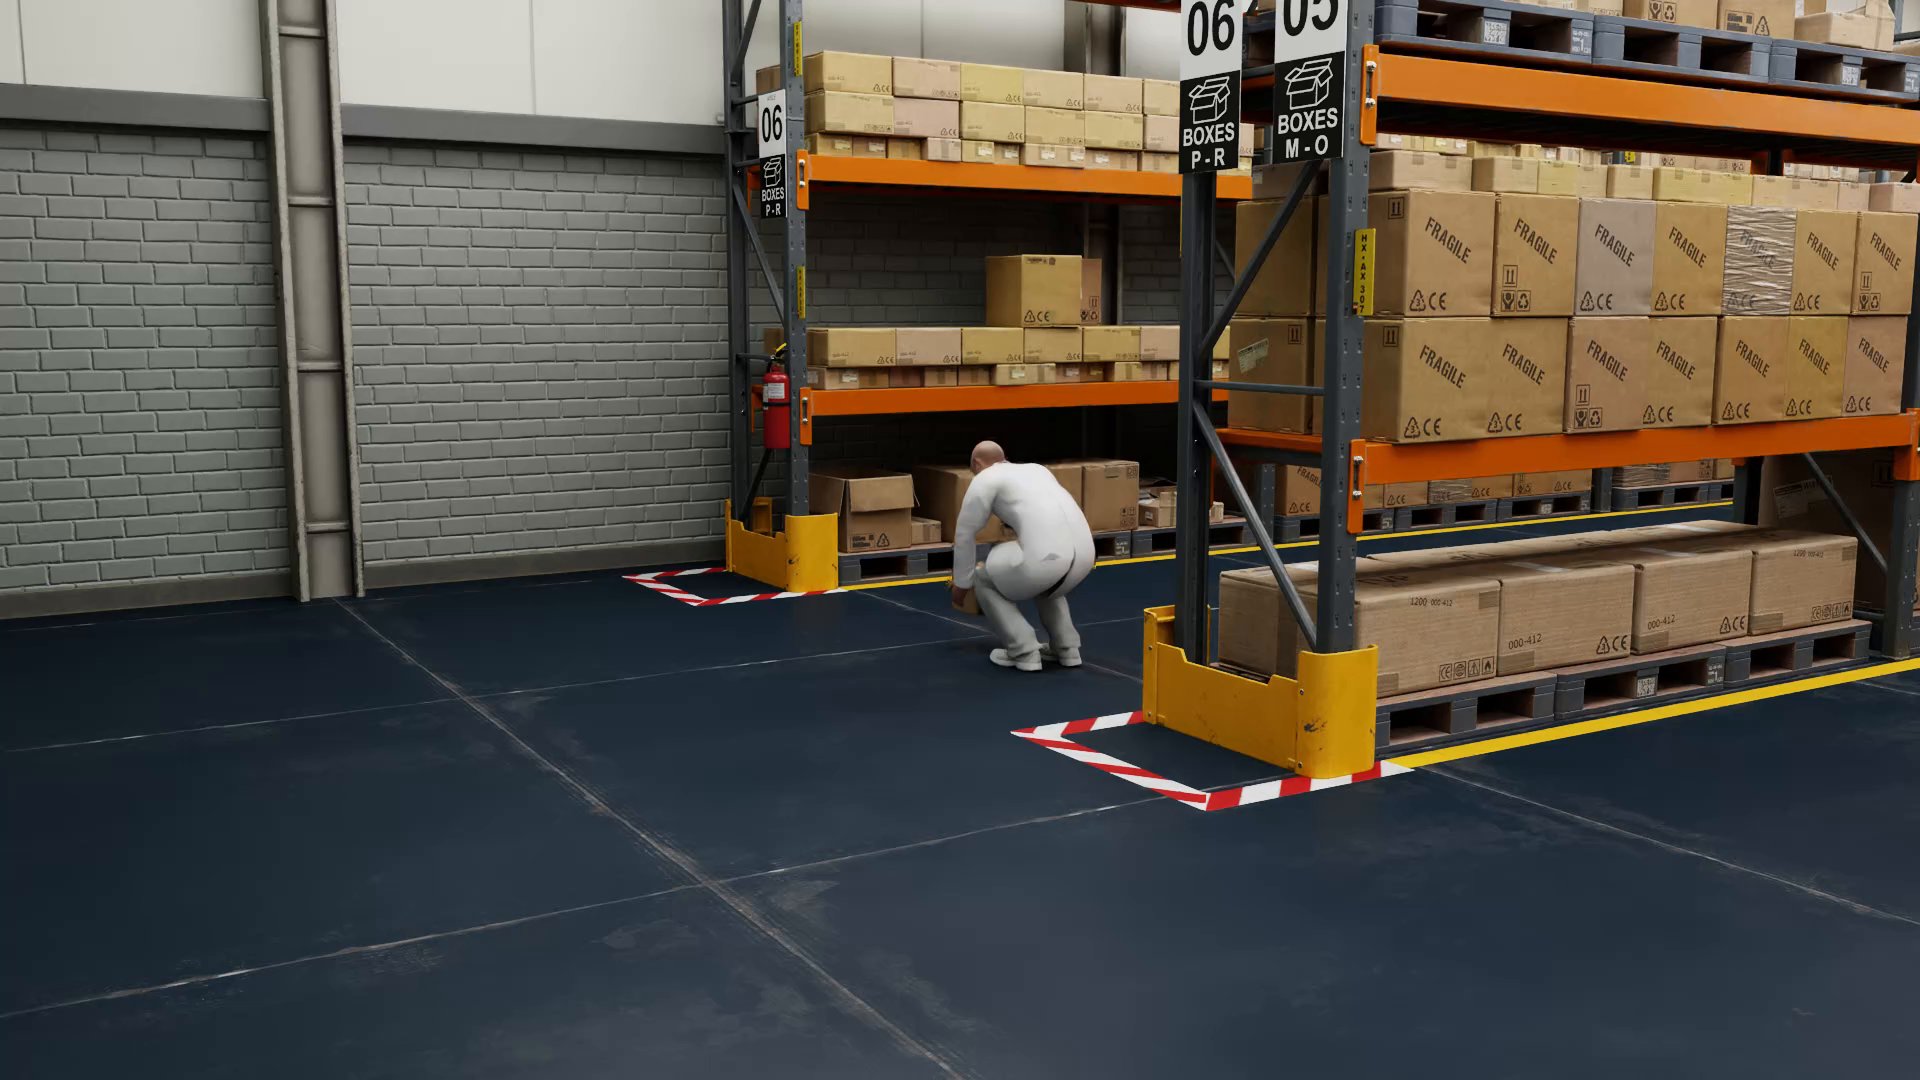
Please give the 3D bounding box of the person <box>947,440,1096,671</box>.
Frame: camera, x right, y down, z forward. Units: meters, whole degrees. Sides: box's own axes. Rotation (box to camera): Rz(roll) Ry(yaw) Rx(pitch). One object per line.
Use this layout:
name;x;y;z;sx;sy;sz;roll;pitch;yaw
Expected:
person;0.327;0.108;8.650;0.620;1.072;0.838;-5;9;-31
